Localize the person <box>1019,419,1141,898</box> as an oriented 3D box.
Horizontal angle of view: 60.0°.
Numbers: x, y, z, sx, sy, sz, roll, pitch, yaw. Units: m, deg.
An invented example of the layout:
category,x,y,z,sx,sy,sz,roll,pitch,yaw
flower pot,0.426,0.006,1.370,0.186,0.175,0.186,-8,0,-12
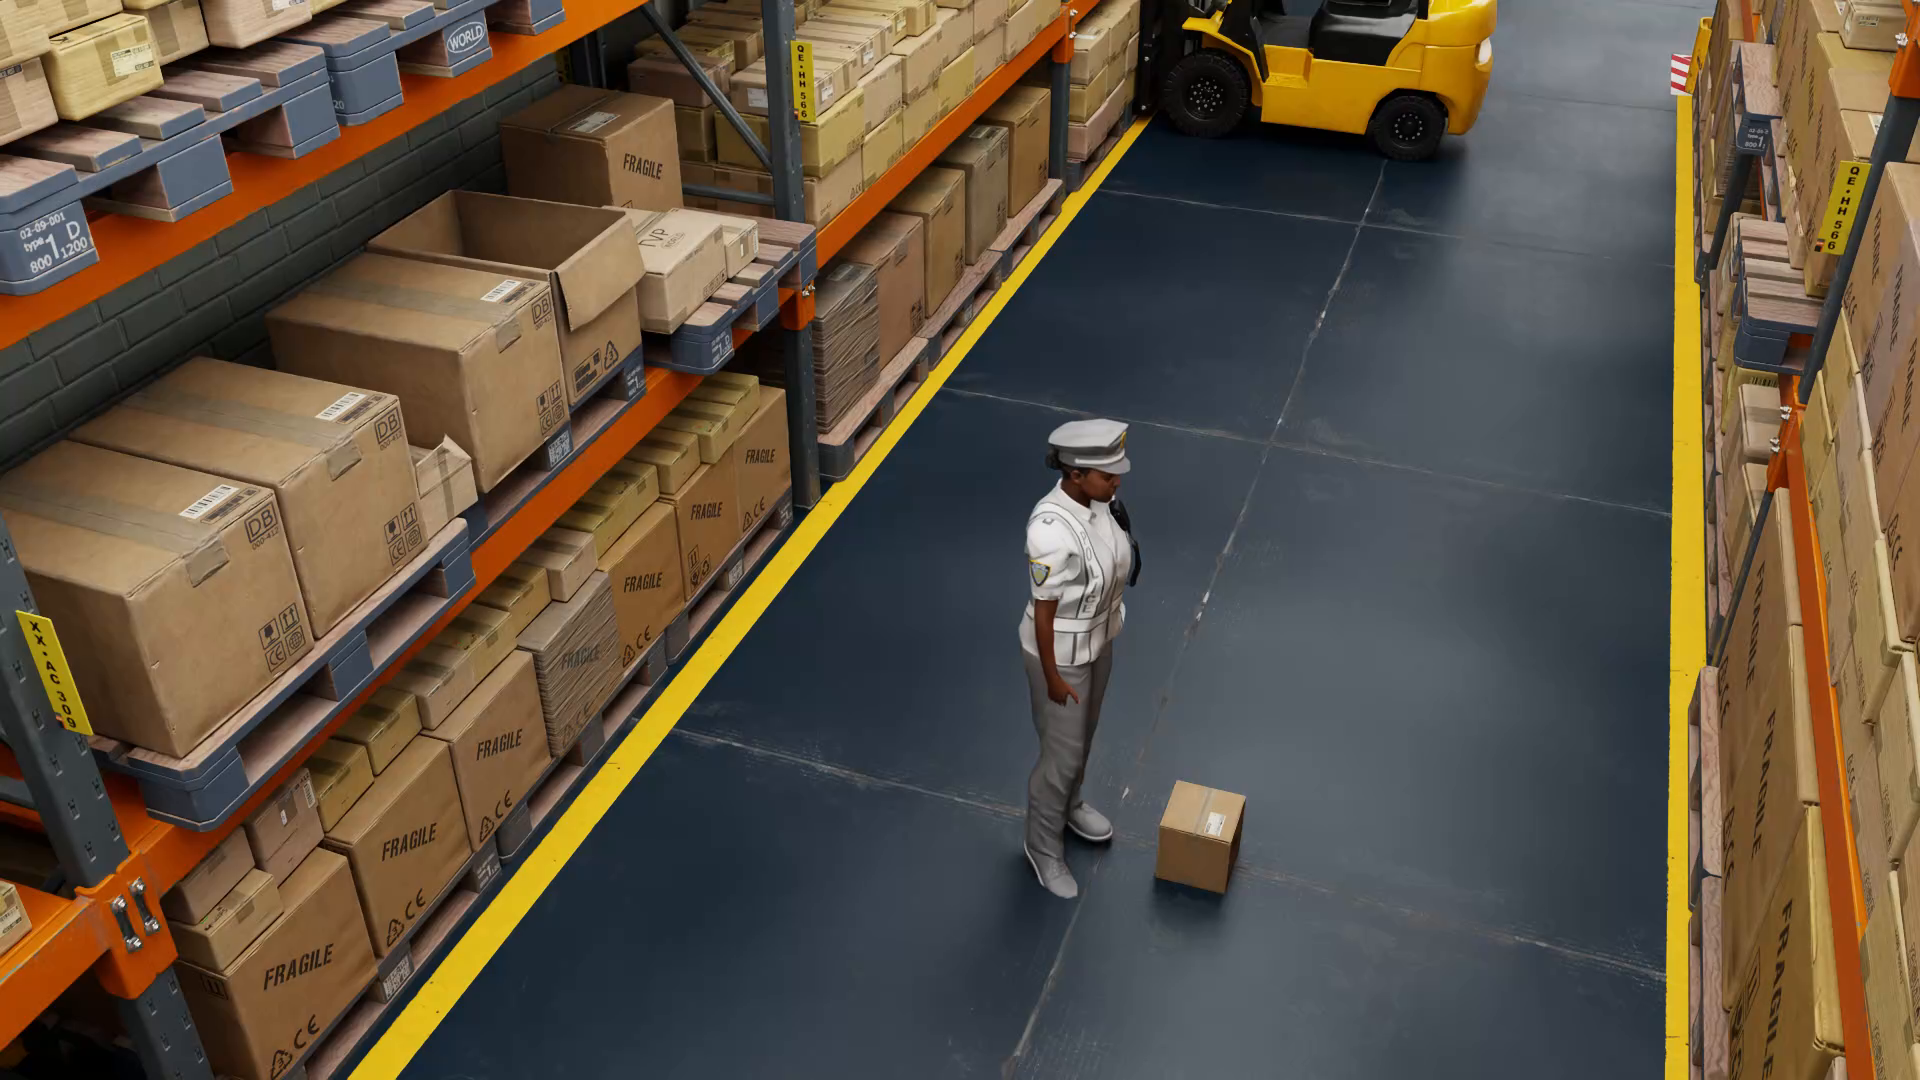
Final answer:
category,x,y,z,sx,sy,sz,roll,pitch,yaw
person,0.375,0.395,5.565,0.371,1.722,0.545,19,38,26
